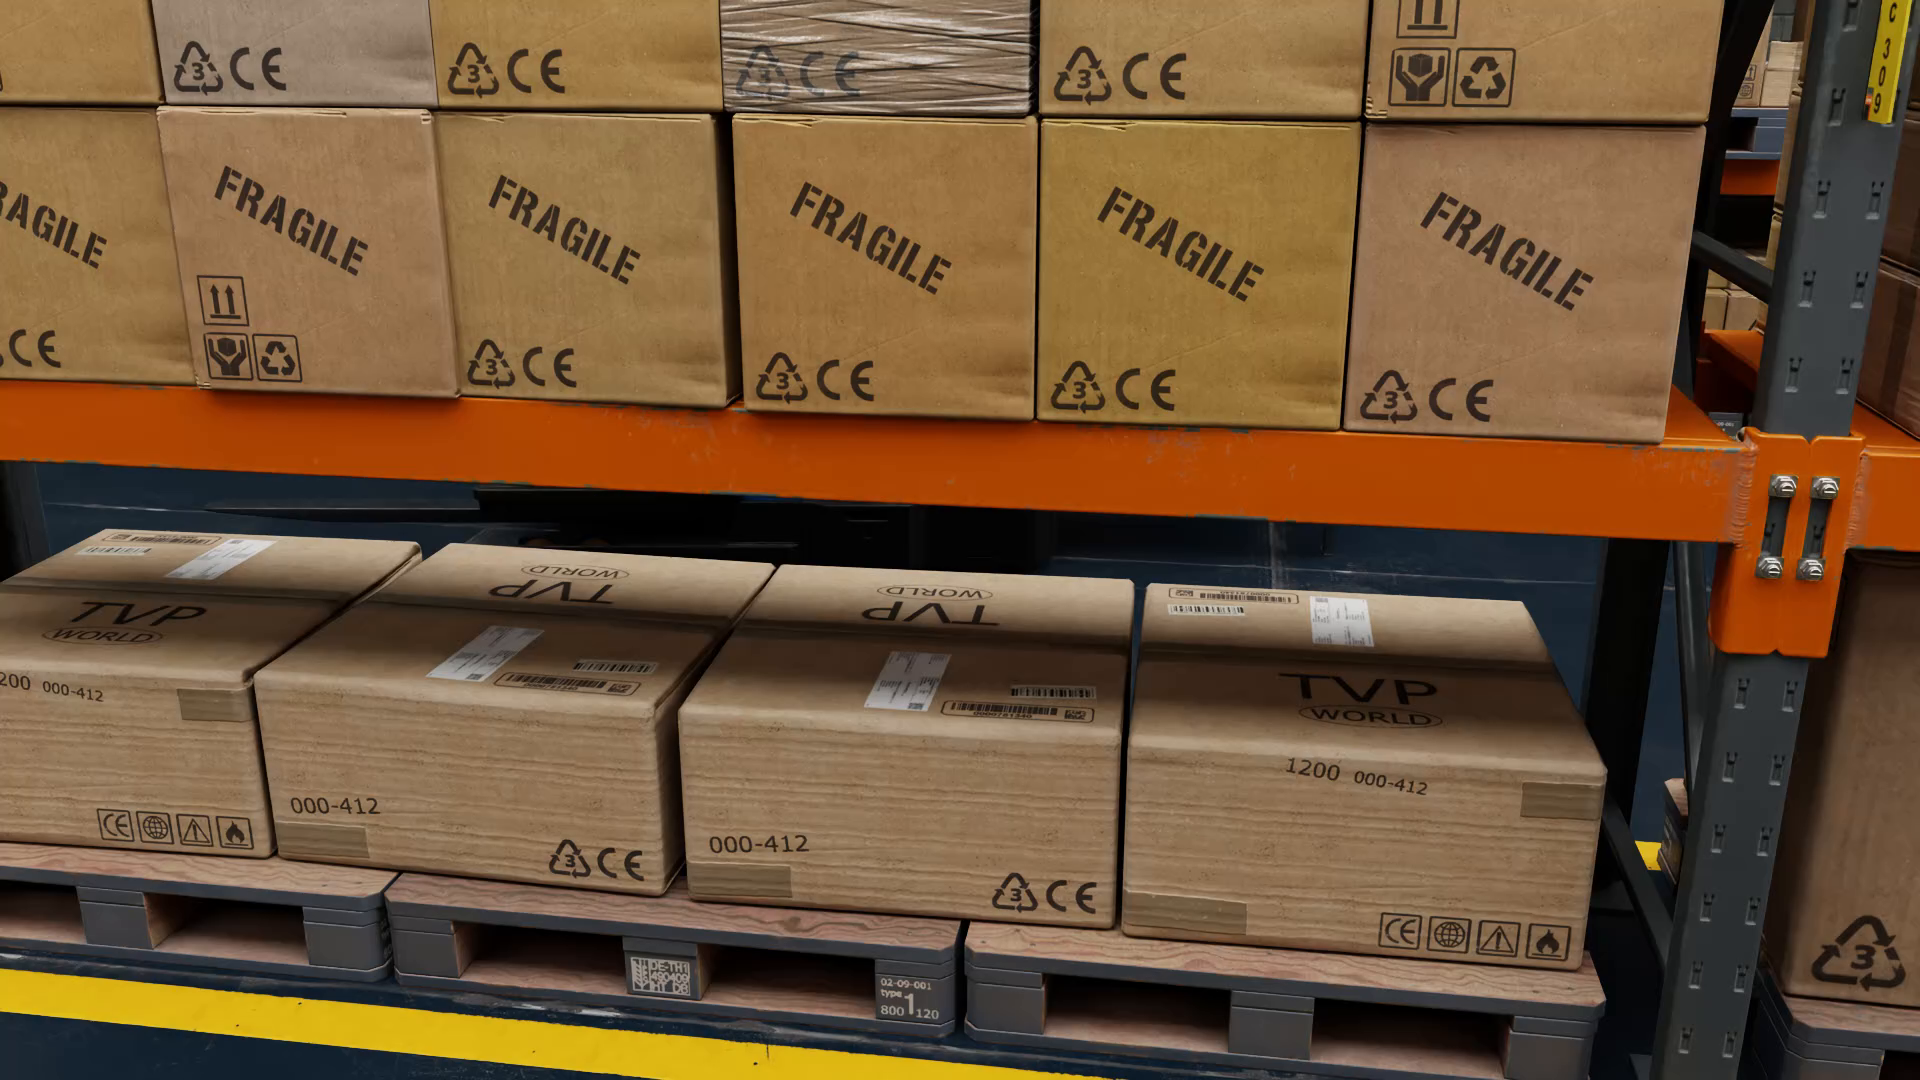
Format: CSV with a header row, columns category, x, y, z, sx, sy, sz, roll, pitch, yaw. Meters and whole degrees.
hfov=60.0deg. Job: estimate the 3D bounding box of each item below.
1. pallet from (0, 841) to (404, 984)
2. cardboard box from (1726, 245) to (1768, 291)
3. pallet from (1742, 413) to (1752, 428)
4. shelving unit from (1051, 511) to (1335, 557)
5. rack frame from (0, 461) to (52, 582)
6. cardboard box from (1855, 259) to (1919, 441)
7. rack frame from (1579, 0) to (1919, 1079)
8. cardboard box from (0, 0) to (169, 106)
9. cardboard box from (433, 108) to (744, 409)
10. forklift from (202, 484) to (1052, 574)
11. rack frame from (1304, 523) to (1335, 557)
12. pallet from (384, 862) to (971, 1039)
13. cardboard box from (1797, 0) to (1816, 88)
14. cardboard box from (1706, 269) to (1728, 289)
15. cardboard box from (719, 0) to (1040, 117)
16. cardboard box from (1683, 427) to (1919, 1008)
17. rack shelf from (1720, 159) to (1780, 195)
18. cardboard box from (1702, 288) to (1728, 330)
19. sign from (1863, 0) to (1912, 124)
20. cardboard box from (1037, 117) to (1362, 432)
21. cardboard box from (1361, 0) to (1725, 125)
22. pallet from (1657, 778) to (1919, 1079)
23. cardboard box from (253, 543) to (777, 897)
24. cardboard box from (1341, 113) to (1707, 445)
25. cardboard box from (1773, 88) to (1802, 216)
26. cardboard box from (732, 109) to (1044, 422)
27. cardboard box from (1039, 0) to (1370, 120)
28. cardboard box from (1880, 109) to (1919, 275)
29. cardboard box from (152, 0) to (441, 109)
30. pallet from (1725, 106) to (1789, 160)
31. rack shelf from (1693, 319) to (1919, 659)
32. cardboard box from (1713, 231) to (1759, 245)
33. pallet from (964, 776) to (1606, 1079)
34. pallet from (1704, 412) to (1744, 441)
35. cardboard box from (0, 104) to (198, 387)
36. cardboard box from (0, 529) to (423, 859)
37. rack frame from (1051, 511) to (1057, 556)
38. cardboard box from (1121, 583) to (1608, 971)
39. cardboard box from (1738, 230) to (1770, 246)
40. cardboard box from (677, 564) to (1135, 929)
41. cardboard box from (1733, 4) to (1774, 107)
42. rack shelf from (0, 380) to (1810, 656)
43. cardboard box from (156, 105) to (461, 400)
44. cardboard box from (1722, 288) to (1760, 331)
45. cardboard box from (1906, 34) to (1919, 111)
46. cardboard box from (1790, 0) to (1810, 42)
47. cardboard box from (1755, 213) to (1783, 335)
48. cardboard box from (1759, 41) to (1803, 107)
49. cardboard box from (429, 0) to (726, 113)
category,x,y,z,sx,sy,sz,roll,pitch,yaw
pallet,-1.731,0.649,4.029,1.213,0.211,1.003,3,19,9
cardboard box,3.567,-1.230,7.506,0.250,0.149,0.380,3,19,9
pallet,4.218,-0.630,7.855,1.213,0.211,1.003,3,19,9
shelving unit,0.849,-0.730,6.121,1.048,1.500,0.538,0,19,0
rack frame,-2.533,-0.689,3.634,0.127,3.000,1.000,3,19,9
cardboard box,1.809,-0.311,2.743,0.500,0.250,0.500,2,19,7
rack frame,1.417,-0.487,3.032,0.127,3.000,1.000,3,19,9
cardboard box,-1.593,-1.073,3.049,0.500,0.500,0.500,2,19,7
cardboard box,-0.604,-0.554,3.074,0.500,0.500,0.500,4,19,10
forklift,-1.191,-1.393,5.846,3.031,2.935,1.130,0,19,0
rack frame,1.357,-0.729,6.118,0.032,1.500,0.500,0,19,0
pallet,-0.530,0.712,3.844,1.213,0.211,1.003,3,19,9
cardboard box,1.898,-1.065,3.026,0.500,0.500,0.500,4,19,10
cardboard box,3.326,-1.254,7.579,0.250,0.149,0.380,3,19,8
cardboard box,-0.097,-0.997,2.822,0.500,0.500,0.500,3,19,9
cardboard box,2.042,0.327,3.285,0.875,0.875,0.875,4,19,10
rack shelf,4.175,-1.601,7.494,4.000,0.370,1.077,3,19,9
cardboard box,3.170,-0.938,7.656,0.500,0.500,0.500,3,19,8
sign,1.330,-0.762,2.363,0.005,0.325,0.100,3,19,9
cardboard box,0.409,-0.502,2.919,0.500,0.500,0.500,2,19,7
cardboard box,0.907,-0.946,2.670,0.500,0.500,0.500,3,19,8
pallet,2.191,0.850,3.429,1.213,0.211,1.003,3,19,9
cardboard box,-0.960,0.373,3.839,0.875,0.438,0.875,3,19,10
cardboard box,0.918,-0.478,2.847,0.500,0.500,0.500,3,19,9
cardboard box,1.891,-0.707,3.138,0.500,0.250,0.500,3,19,9
cardboard box,-0.089,-0.523,2.981,0.500,0.500,0.500,3,19,8
cardboard box,0.407,-0.974,2.754,0.500,0.500,0.500,3,19,8
cardboard box,1.806,-0.543,2.647,0.500,0.250,0.500,2,19,7
cardboard box,-1.083,-1.050,2.979,0.500,0.500,0.500,3,19,8
pallet,2.972,-1.877,7.489,1.213,0.211,1.003,3,19,9
rack shelf,3.391,-0.046,2.846,4.000,0.370,1.077,3,19,9
cardboard box,3.632,-1.379,7.953,0.250,0.149,0.380,3,19,10
pallet,0.678,0.772,3.662,1.213,0.211,1.003,3,19,9
pallet,3.009,-0.691,8.036,1.213,0.211,1.003,3,19,9
cardboard box,-1.600,-0.605,3.227,0.500,0.500,0.500,3,19,8
cardboard box,-1.865,0.329,3.968,0.875,0.438,0.875,2,19,7
rack frame,0.341,-0.731,6.124,0.032,1.500,0.500,0,19,0
cardboard box,0.814,0.463,3.567,0.875,0.438,0.875,3,19,8
cardboard box,3.894,-1.384,7.967,0.250,0.149,0.380,3,19,9
cardboard box,-0.070,0.418,3.701,0.875,0.438,0.875,2,19,7
cardboard box,3.154,-2.169,7.238,0.500,0.500,0.700,3,19,9
rack shelf,-0.558,-0.247,3.447,4.000,0.370,1.077,3,19,9
cardboard box,-1.101,-0.574,3.134,0.500,0.500,0.500,3,19,8
cardboard box,3.662,-0.911,7.577,0.500,0.500,0.500,2,19,7
cardboard box,1.806,-0.897,2.522,0.500,0.500,0.500,3,19,9
cardboard box,3.929,-2.129,7.120,0.500,0.500,0.700,3,19,8
cardboard box,1.900,-0.473,3.225,0.500,0.250,0.500,2,19,7
cardboard box,3.511,-1.988,7.067,0.258,0.266,0.396,4,19,11
cardboard box,-0.590,-1.025,2.905,0.500,0.500,0.500,3,19,9
